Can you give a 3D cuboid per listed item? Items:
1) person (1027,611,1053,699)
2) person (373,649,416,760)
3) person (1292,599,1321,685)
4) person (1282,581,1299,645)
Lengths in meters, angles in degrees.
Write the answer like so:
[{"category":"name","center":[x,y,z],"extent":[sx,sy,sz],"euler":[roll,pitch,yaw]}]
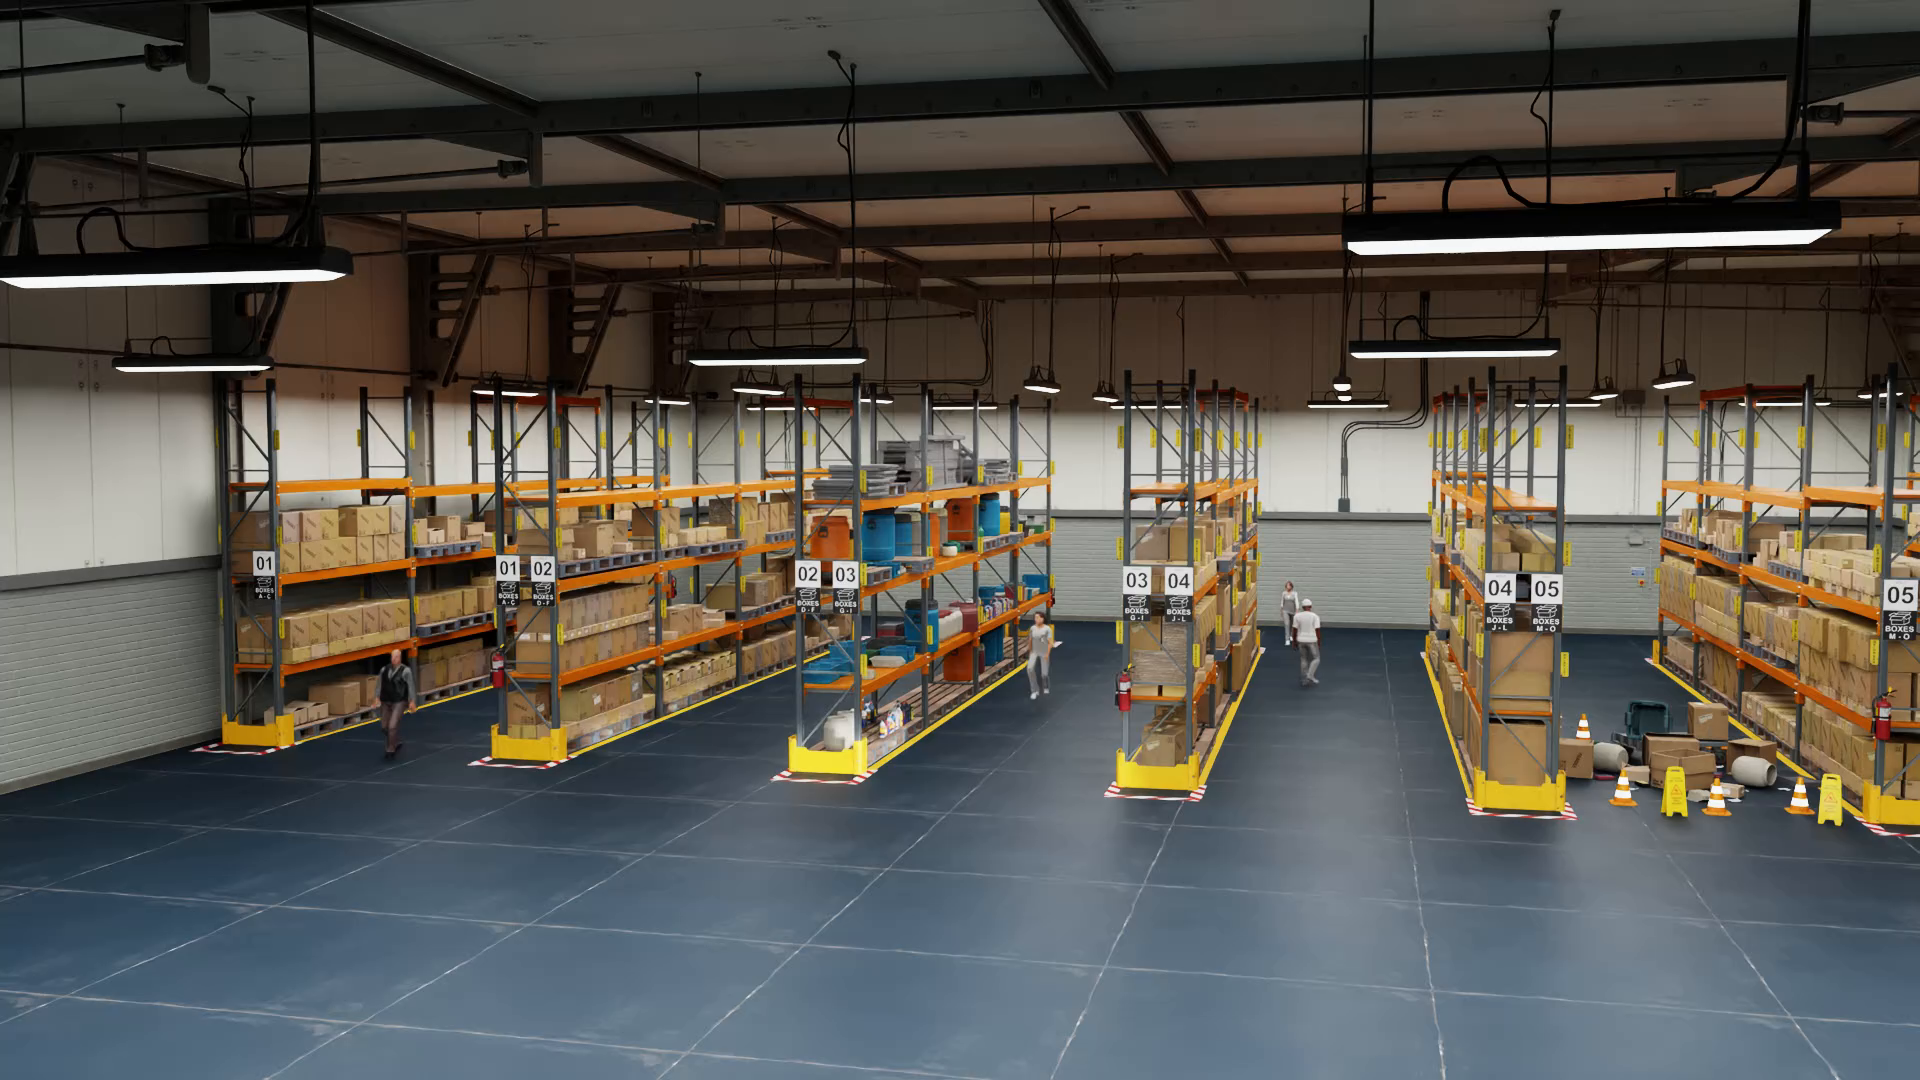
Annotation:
[{"category":"person","center":[1.475,2.106,30.773],"extent":[0.470,1.575,0.855],"euler":[1,4,15]},{"category":"person","center":[-8.942,2.599,26.293],"extent":[0.607,1.742,0.658],"euler":[0,3,7]},{"category":"person","center":[7.087,2.088,33.993],"extent":[0.596,1.766,0.526],"euler":[2,4,26]},{"category":"person","center":[8.087,1.773,40.708],"extent":[0.399,1.536,1.009],"euler":[0,3,5]}]
